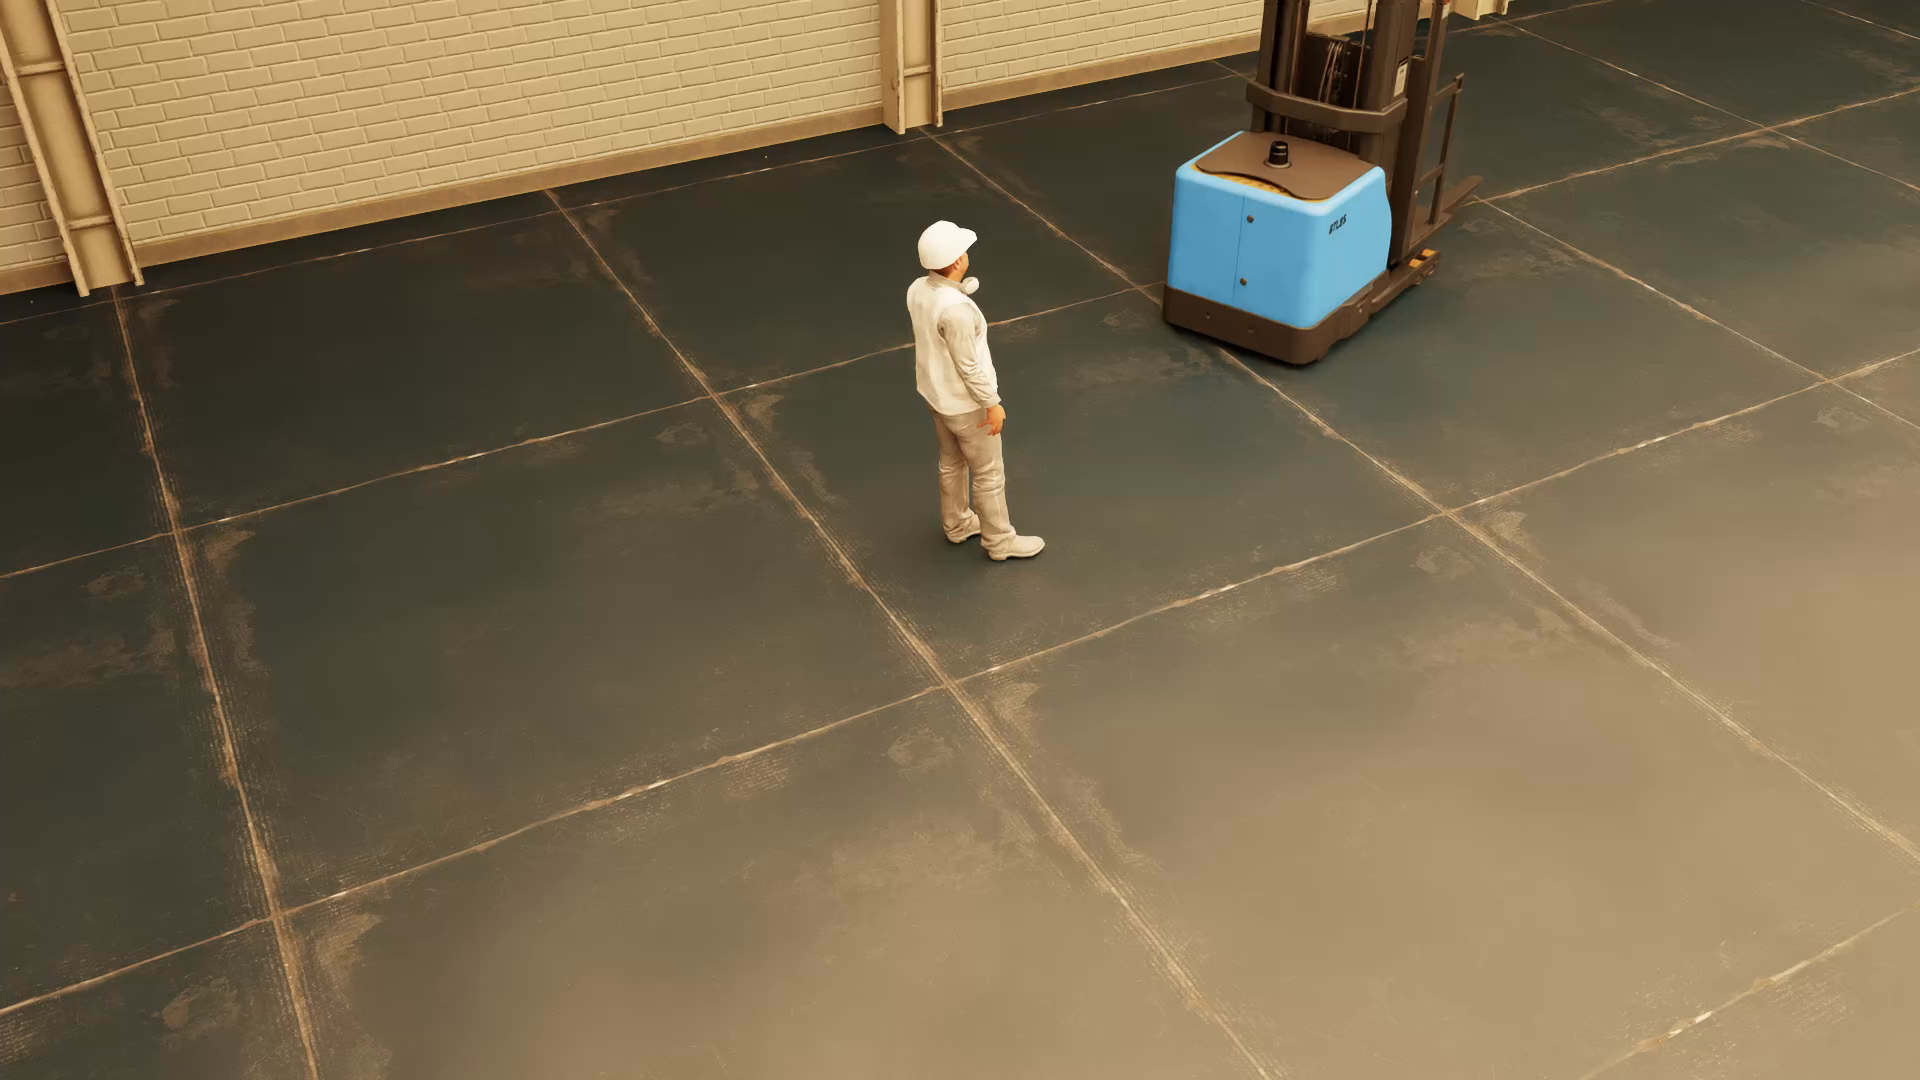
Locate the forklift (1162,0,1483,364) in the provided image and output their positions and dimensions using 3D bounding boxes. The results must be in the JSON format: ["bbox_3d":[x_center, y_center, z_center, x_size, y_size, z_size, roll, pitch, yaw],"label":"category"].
[{"bbox_3d":[2.577,-3.051,10.440,1.130,2.935,3.031,24,42,30],"label":"forklift"}]

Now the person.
[{"bbox_3d":[0.059,-0.744,8.165,0.566,1.775,0.634,-17,39,-23],"label":"person"}]
